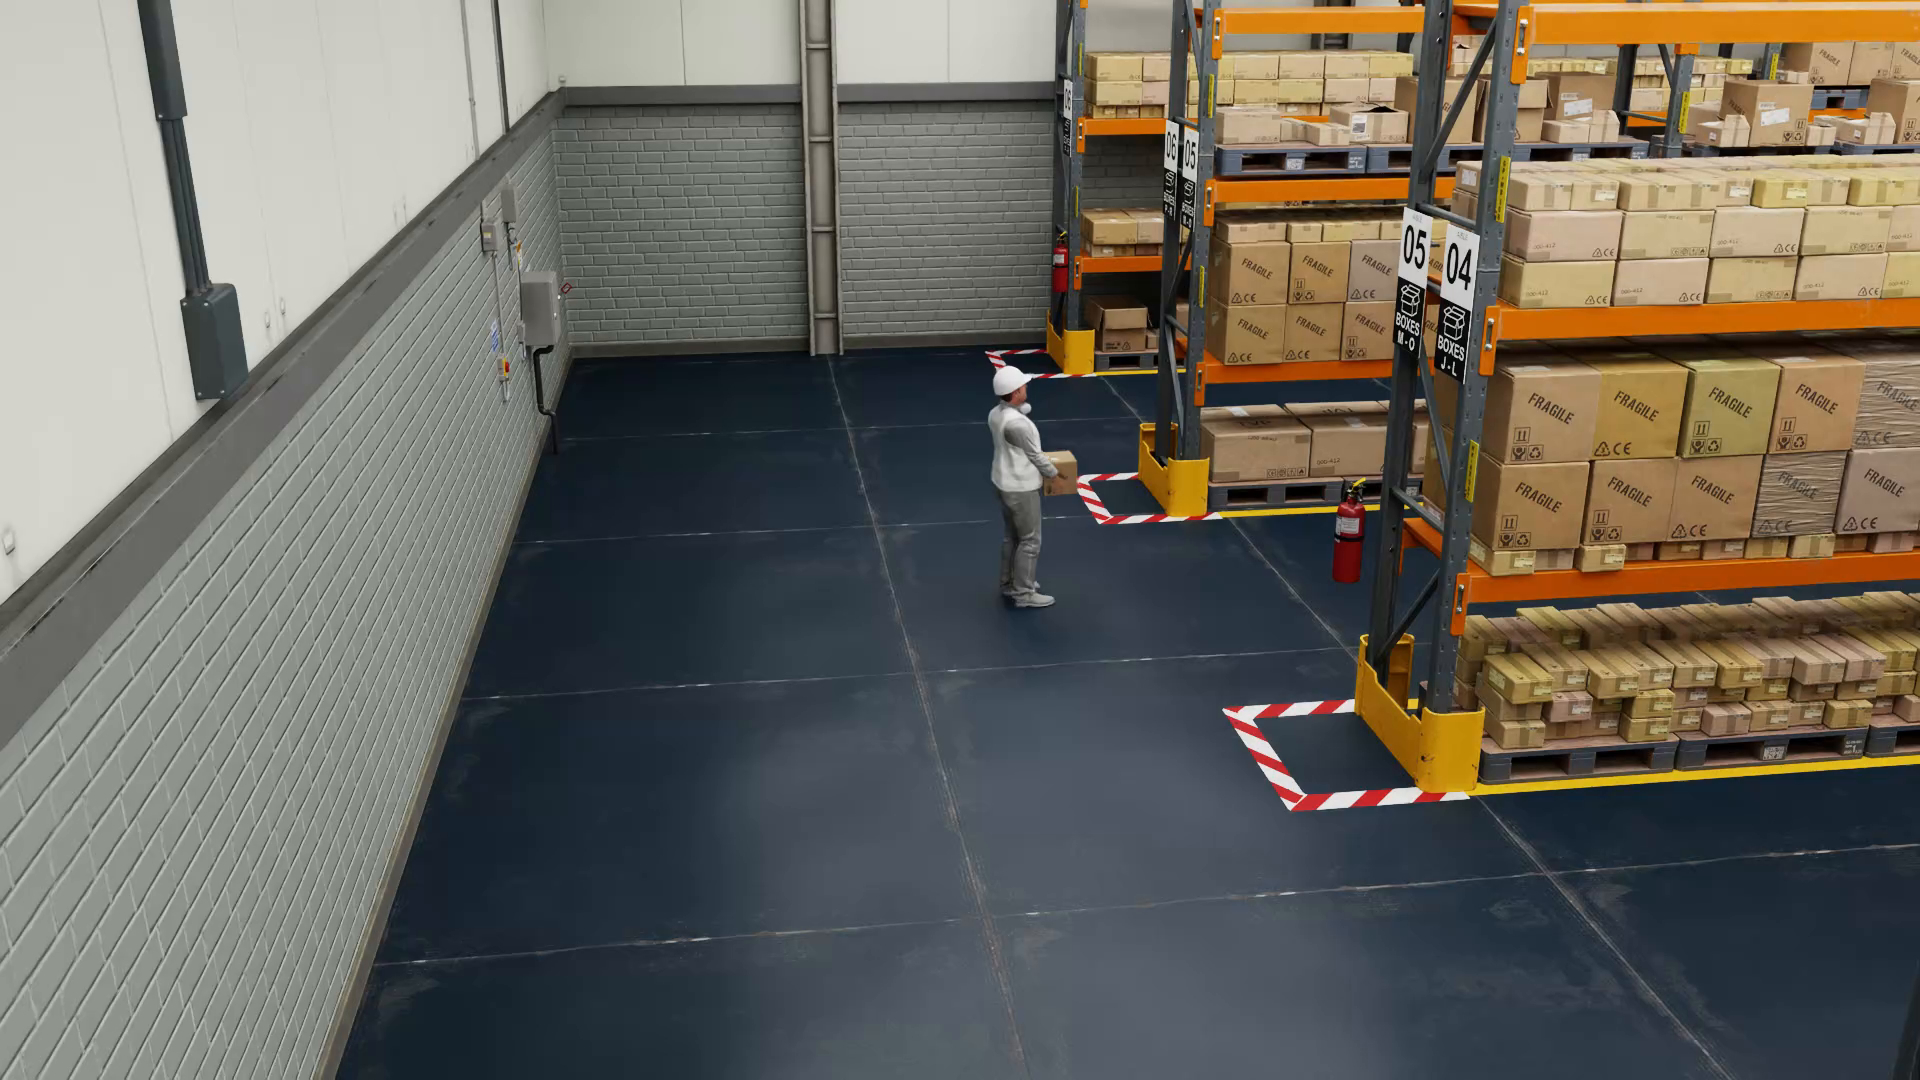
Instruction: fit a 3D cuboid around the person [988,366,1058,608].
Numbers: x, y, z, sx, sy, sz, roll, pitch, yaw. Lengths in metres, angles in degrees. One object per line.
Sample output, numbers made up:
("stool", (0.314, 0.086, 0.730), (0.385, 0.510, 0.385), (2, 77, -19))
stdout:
("person", (0.498, -0.410, 12.165), (0.545, 1.775, 0.519), (-6, 21, -17))
